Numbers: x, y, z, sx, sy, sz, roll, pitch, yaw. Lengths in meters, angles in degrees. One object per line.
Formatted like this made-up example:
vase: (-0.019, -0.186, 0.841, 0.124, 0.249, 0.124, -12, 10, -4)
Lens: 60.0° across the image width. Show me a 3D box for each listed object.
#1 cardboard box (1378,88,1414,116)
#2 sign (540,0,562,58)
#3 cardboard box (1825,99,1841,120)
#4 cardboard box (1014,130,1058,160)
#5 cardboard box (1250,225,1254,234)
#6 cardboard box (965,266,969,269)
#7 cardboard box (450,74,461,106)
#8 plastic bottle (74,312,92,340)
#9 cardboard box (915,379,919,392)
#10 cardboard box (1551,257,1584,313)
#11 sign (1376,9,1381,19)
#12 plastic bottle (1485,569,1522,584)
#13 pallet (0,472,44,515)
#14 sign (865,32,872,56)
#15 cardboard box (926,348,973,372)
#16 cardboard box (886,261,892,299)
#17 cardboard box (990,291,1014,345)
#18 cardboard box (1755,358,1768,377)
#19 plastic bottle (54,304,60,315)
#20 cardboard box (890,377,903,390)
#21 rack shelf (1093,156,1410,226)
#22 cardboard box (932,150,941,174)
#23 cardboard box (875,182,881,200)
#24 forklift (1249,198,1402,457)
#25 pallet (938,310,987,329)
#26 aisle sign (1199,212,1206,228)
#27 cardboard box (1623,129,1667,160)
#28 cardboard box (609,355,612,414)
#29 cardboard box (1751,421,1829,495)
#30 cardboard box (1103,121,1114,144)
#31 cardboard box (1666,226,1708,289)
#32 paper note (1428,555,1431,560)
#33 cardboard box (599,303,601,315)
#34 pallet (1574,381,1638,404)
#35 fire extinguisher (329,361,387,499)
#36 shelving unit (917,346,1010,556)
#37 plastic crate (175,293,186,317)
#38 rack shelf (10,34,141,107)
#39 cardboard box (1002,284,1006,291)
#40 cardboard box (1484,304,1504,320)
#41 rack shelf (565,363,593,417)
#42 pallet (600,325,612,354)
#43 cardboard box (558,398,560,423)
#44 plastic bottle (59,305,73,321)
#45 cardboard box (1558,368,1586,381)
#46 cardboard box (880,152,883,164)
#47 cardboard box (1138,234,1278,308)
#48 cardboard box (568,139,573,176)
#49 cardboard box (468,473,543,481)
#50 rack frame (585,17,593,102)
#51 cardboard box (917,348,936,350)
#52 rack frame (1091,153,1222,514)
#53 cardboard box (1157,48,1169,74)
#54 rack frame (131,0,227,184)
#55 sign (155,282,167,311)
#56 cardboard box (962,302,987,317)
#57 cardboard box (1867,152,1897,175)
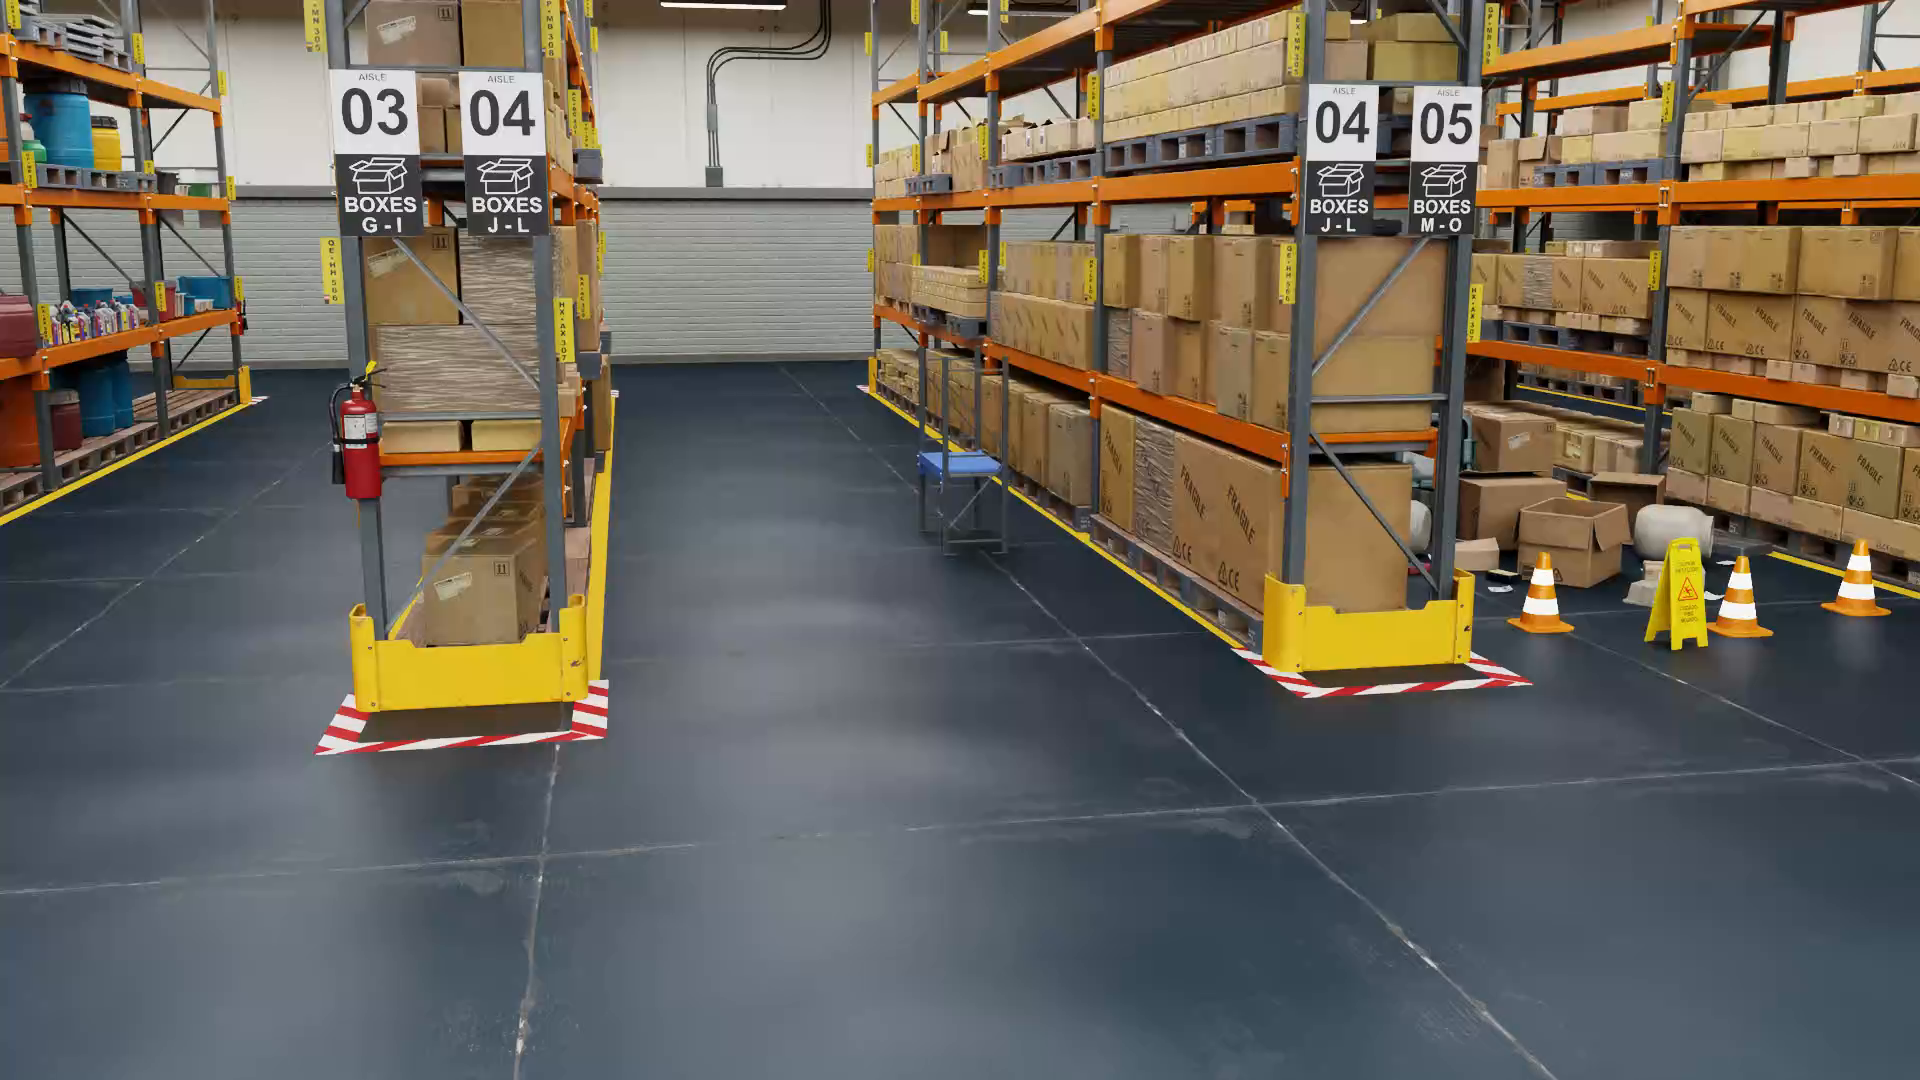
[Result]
cardboard box: (2.578, -2.467, 9.395, 0.380, 0.149, 0.250, -2, 11, -11)
sign: (-2.023, -2.548, 8.200, 0.100, 0.325, 0.005, -2, 11, -11)
cardboard box: (6.512, -3.109, 12.027, 0.380, 0.149, 0.250, -2, 11, -10)
cardboard box: (0.796, -3.677, 15.480, 0.500, 0.250, 0.500, -2, 11, -9)
cardboard box: (4.273, -4.327, 23.232, 0.380, 0.149, 0.250, -2, 11, -12)
cardboard box: (0.265, -3.296, 20.451, 0.380, 0.149, 0.250, -2, 11, -8)
cardboard box: (-2.382, -2.280, 8.464, 0.380, 0.149, 0.250, -2, 11, -11)
plastic bottle: (-9.006, -2.197, 17.048, 0.152, 0.276, 0.135, -2, 11, -11)
cardboard box: (-0.377, -1.986, 21.314, 0.380, 0.149, 0.250, -2, 11, -10)
cardboard box: (5.881, -2.383, 15.507, 0.500, 0.500, 0.500, -2, 11, -9)
sign: (5.362, -6.653, 21.375, 0.100, 0.325, 0.005, -2, 11, -11)
plastic bottle: (3.799, 0.252, 11.707, 0.133, 0.061, 0.283, -6, 13, -31)
pallet: (-8.857, -0.399, 14.728, 1.003, 0.211, 1.213, -2, 11, -11)
sign: (-1.314, -7.147, 23.967, 0.100, 0.325, 0.005, -2, 11, -11)
cardboard box: (-0.120, -2.189, 20.234, 0.500, 0.250, 0.500, -3, 11, -14)
cardboard box: (-0.754, -3.637, 23.219, 0.500, 0.500, 0.500, -2, 11, -10)
cardboard box: (0.596, -2.211, 16.524, 0.500, 0.500, 0.500, -2, 11, -10)
cardboard box: (6.412, -1.340, 12.885, 0.380, 0.149, 0.250, -2, 11, -11)
plastic bottle: (-10.069, -2.481, 18.523, 0.061, 0.283, 0.133, -2, 11, -11)
cardboard box: (-0.760, -2.186, 23.162, 0.380, 0.149, 0.250, -3, 11, -14)
rack shelf: (1.941, -2.274, 11.023, 1.077, 0.370, 4.000, -2, 11, -11)
cardboard box: (-0.039, -4.455, 19.672, 0.500, 0.311, 0.500, -2, 11, -12)
cardboard box: (-0.946, -5.030, 23.979, 0.500, 0.250, 0.500, -2, 11, -9)
forklift: (3.447, -1.990, 15.813, 1.130, 2.935, 3.031, -3, 11, -15)
pallet: (0.349, -2.522, 18.935, 1.003, 0.211, 1.213, -2, 11, -11)
aisle sign: (3.755, -5.200, 25.540, 0.394, 0.787, 0.004, -2, 11, -11)
cardboard box: (6.132, -3.427, 14.436, 0.500, 0.250, 0.500, -2, 11, -12)
cardboard box: (-4.745, -1.872, 19.568, 1.225, 0.875, 0.875, -2, 11, -11)
cardboard box: (6.452, -0.632, 12.720, 0.500, 0.500, 0.500, -2, 11, -8)
cardboard box: (1.289, -3.047, 12.442, 0.380, 0.149, 0.250, -2, 11, -12)
cardboard box: (6.261, -2.317, 13.610, 0.700, 0.500, 0.500, -2, 11, -12)
paper note: (3.611, 0.124, 12.483, 0.172, 0.023, 0.155, 2, 11, 9)
cardboard box: (-4.873, -3.007, 21.643, 0.380, 0.149, 0.250, -2, 11, -10)
pallet: (9.567, -2.124, 23.790, 1.003, 0.211, 1.213, -2, 11, -11)
fire extinguisher: (-2.985, -0.549, 8.267, 0.296, 0.674, 0.183, -2, 11, -11)
shelving unit: (0.017, -0.721, 12.974, 0.538, 1.500, 1.048, -2, 11, -11)
plastic crate: (-9.864, -2.904, 20.587, 0.437, 0.282, 0.530, -2, 11, -11)
rack shelf: (-9.358, -4.676, 16.692, 1.077, 0.370, 4.000, -2, 11, -11)
cardboard box: (0.670, -2.770, 18.479, 0.380, 0.149, 0.250, -2, 11, -11)
cardboard box: (5.554, -2.313, 16.876, 0.380, 0.149, 0.250, -2, 11, -11)
rack shelf: (-3.722, -1.372, 14.307, 1.077, 0.370, 4.000, -2, 11, -11)
pallet: (-3.868, -1.871, 15.519, 1.213, 0.211, 1.003, -2, 11, -11)
cardboard box: (-2.551, -0.747, 9.770, 0.380, 0.149, 0.250, -2, 11, -11)
plastic bottle: (-9.156, -2.233, 17.037, 0.144, 0.351, 0.185, -2, 11, -11)
cardboard box: (9.278, -2.615, 24.477, 0.700, 0.500, 0.500, -3, 11, -13)
cardboard box: (-0.929, -5.395, 23.496, 0.380, 0.149, 0.250, -2, 11, -11)
cardboard box: (1.811, -1.959, 12.178, 0.875, 0.550, 0.550, -2, 11, -11)
cardboard box: (-2.988, -2.685, 11.657, 0.500, 0.250, 0.500, -2, 11, -9)
cardboard box: (-3.295, -0.262, 12.114, 0.500, 0.500, 0.500, -2, 11, -13)
rack frame: (-5.667, -6.507, 23.315, 1.000, 3.000, 0.127, -2, 11, -11)
cardboard box: (-0.431, -2.732, 24.436, 0.380, 0.149, 0.250, -2, 11, -10)
rack frame: (1.552, -1.521, 13.163, 1.000, 3.000, 0.127, -2, 11, -11)
cardboard box: (1.538, -3.205, 11.141, 0.380, 0.149, 0.250, -2, 11, -11)
rack frame: (-10.525, -6.327, 22.369, 1.000, 3.000, 0.127, -2, 11, -11)
sign: (-9.207, -2.802, 19.153, 0.100, 0.325, 0.005, -2, 11, -11)
cardboard box: (0.227, -2.411, 17.389, 0.380, 0.149, 0.250, -2, 11, -10)
cardboard box: (6.600, -2.627, 11.625, 0.380, 0.149, 0.250, -2, 11, -13)
